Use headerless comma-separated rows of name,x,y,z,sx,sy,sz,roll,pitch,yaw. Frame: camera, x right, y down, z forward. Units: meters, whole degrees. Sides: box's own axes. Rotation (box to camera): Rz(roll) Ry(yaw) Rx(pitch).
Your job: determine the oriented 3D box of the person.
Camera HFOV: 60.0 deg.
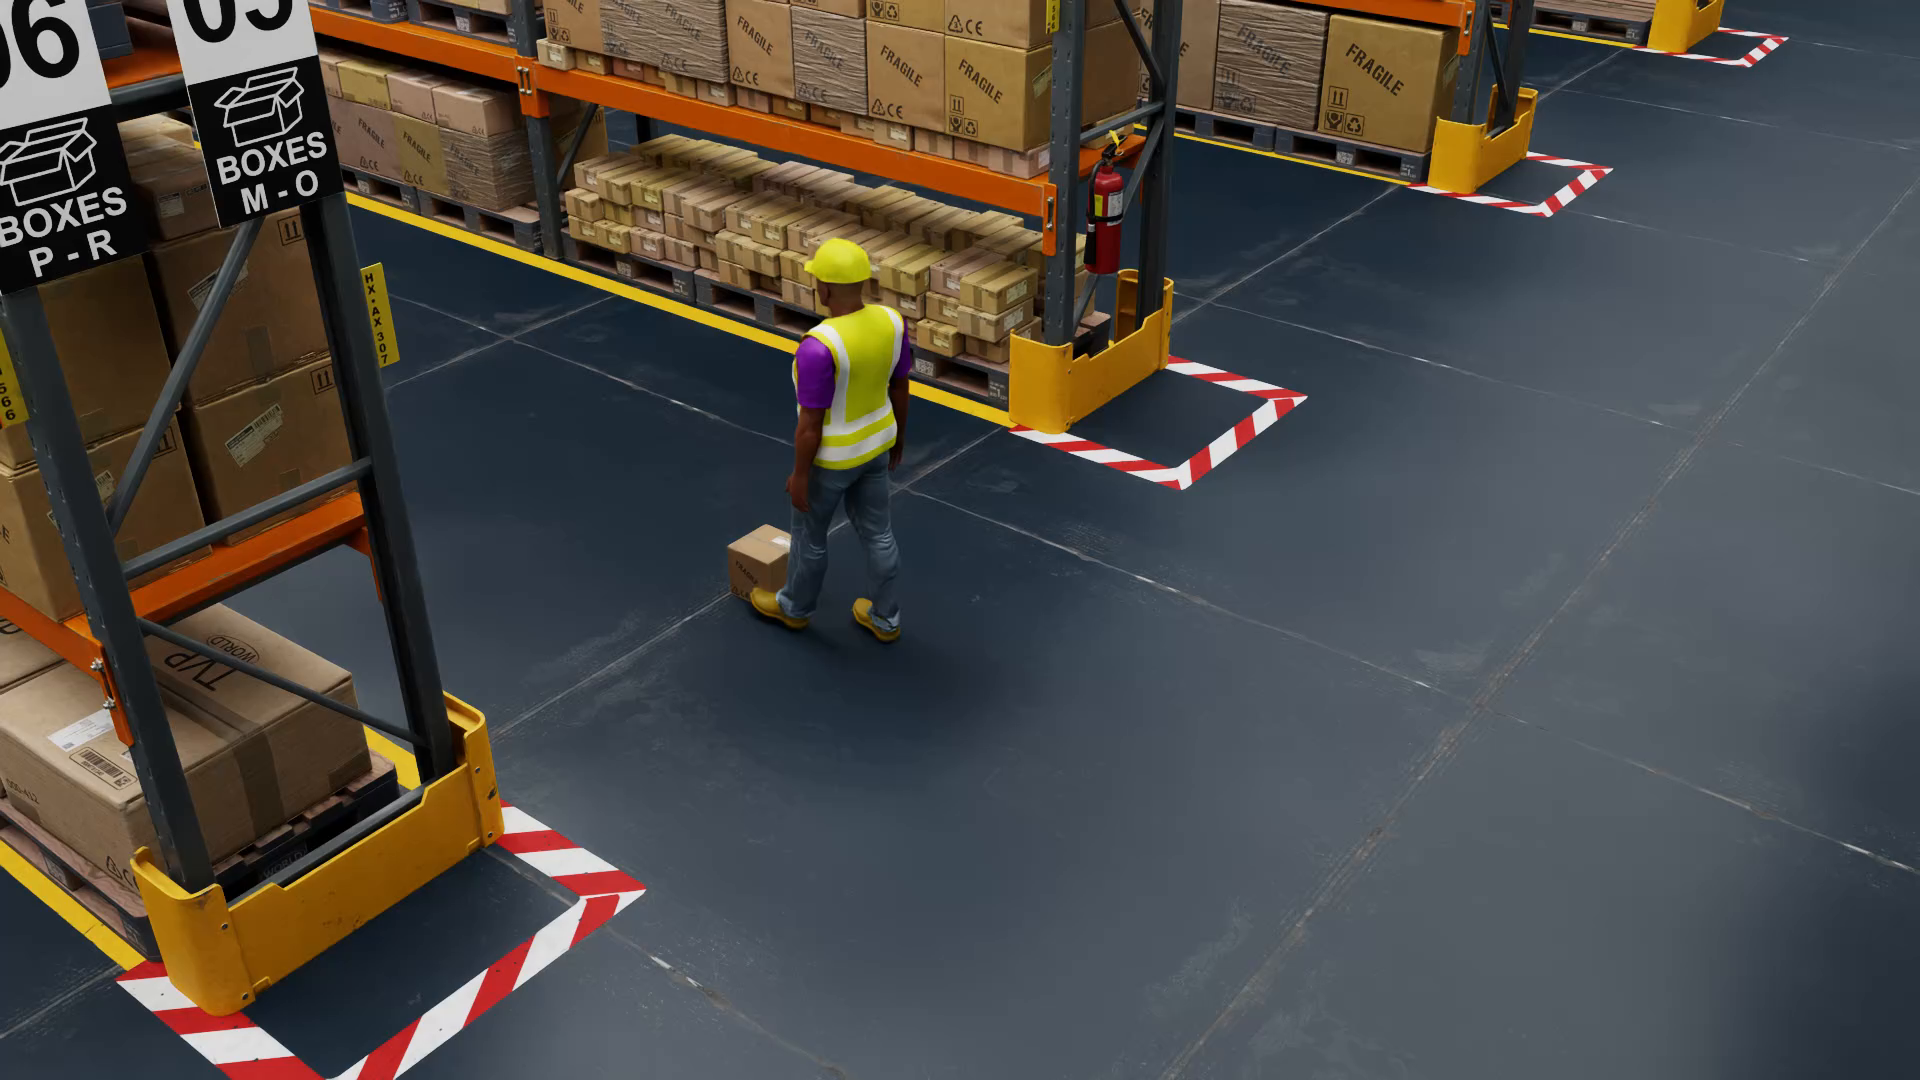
person,-0.551,-0.407,6.785,0.684,1.758,0.610,25,39,36
